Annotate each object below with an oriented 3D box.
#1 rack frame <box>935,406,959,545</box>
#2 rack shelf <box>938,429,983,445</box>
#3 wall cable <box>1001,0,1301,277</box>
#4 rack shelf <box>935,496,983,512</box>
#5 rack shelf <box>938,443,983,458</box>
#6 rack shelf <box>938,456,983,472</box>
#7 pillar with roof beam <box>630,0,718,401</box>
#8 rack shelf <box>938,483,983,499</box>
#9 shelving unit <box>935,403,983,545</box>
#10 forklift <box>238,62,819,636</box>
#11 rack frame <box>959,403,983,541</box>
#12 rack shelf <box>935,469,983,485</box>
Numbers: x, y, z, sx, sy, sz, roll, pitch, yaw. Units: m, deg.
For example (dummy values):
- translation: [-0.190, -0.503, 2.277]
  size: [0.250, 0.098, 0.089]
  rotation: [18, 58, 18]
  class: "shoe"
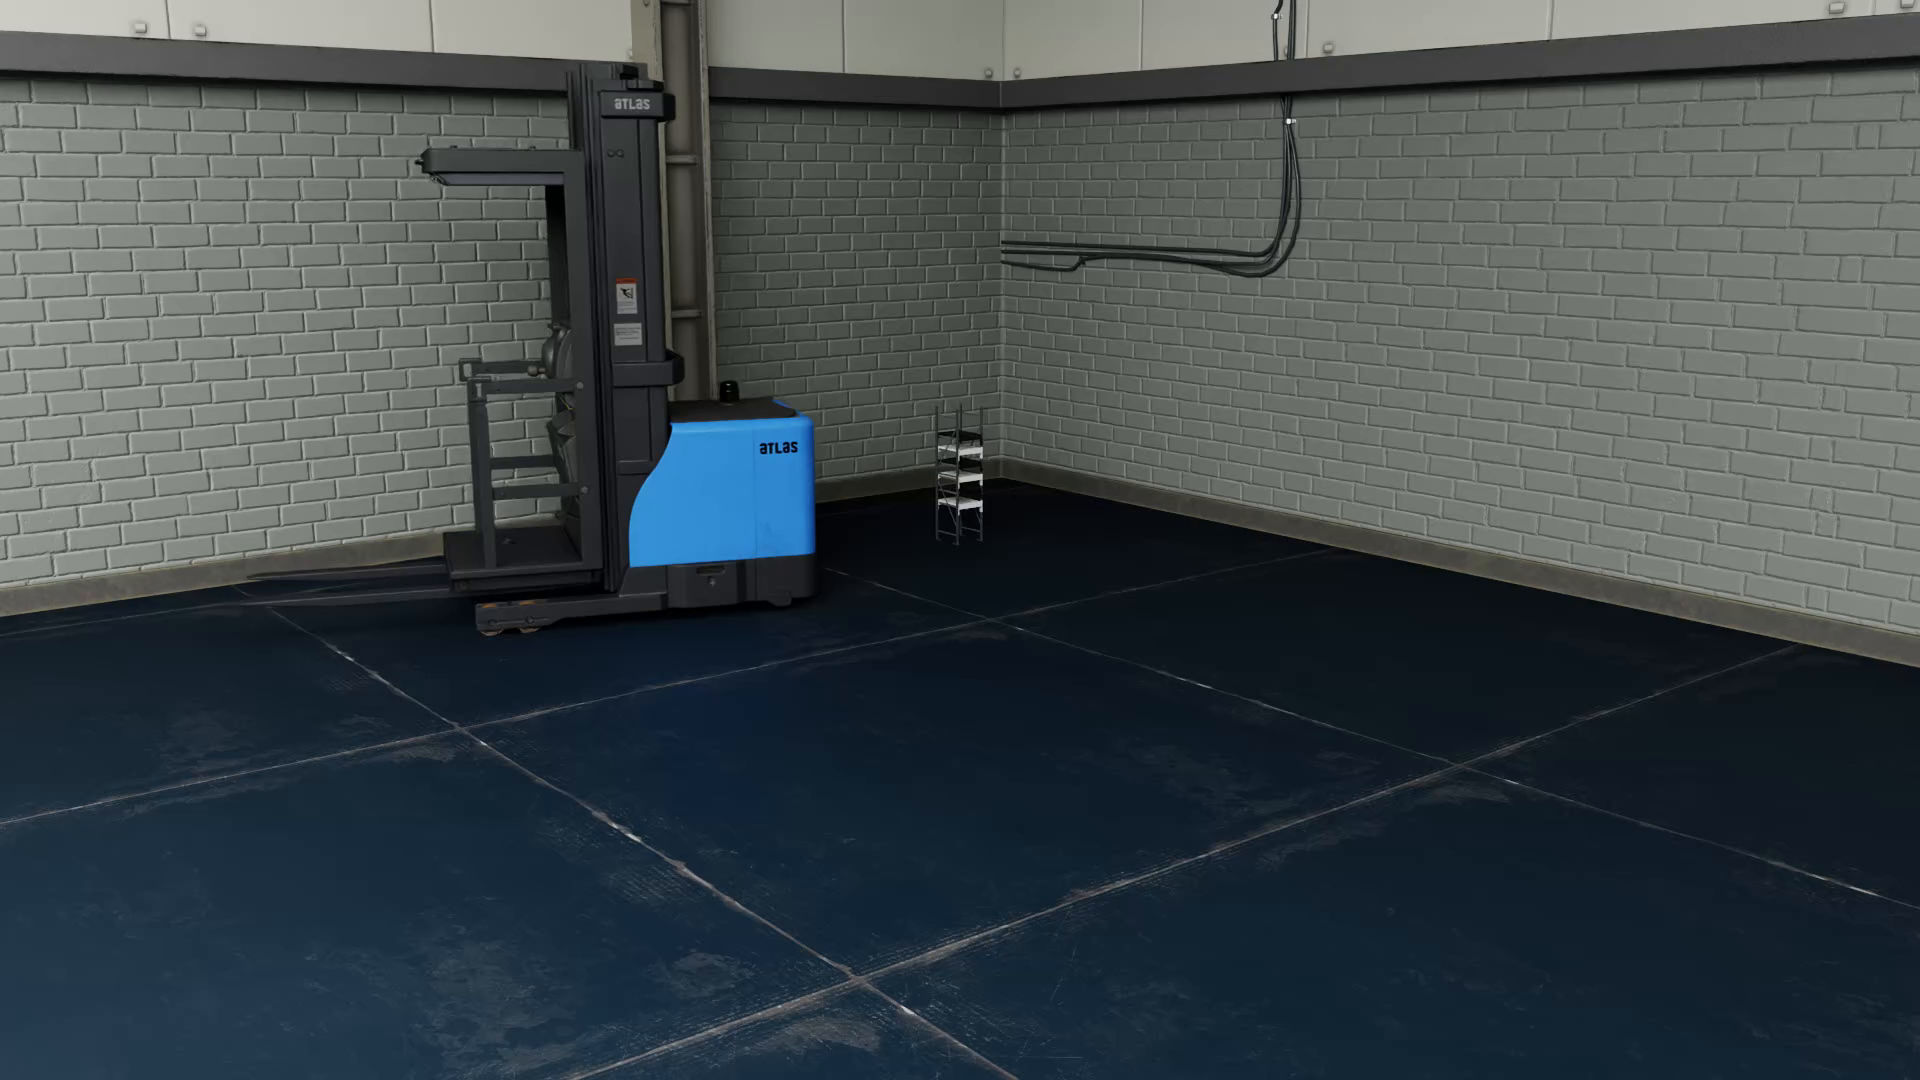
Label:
- translation: [-0.086, -0.426, 10.968]
  size: [0.006, 0.900, 0.240]
  rotation: [-9, 15, -38]
  class: "rack frame"
- translation: [-0.006, -0.671, 10.981]
  size: [0.200, 0.077, 0.258]
  rotation: [-9, 15, -38]
  class: "rack shelf"
- translation: [1.216, -3.155, 11.796]
  size: [0.112, 2.526, 3.097]
  rotation: [-9, 15, -38]
  class: "wall cable"
- translation: [-0.006, -0.230, 11.075]
  size: [0.200, 0.077, 0.258]
  rotation: [-9, 15, -38]
  class: "rack shelf"
- translation: [-0.006, -0.583, 11.000]
  size: [0.200, 0.077, 0.258]
  rotation: [-9, 15, -38]
  class: "rack shelf"
- translation: [-0.006, -0.495, 11.019]
  size: [0.200, 0.077, 0.258]
  rotation: [-9, 15, -38]
  class: "rack shelf"
- translation: [0.779, -3.808, 7.395]
  size: [0.400, 9.000, 9.100]
  rotation: [-9, 15, -38]
  class: "pillar with roof beam"
- translation: [-0.006, -0.318, 11.056]
  size: [0.200, 0.077, 0.258]
  rotation: [-9, 15, -38]
  class: "rack shelf"
- translation: [-0.006, -0.439, 11.030]
  size: [0.210, 0.900, 0.258]
  rotation: [-9, 15, -38]
  class: "shelving unit"
- translation: [-2.367, -1.053, 9.030]
  size: [3.031, 2.935, 1.130]
  rotation: [-4, 13, -18]
  class: "forklift"
- translation: [0.073, -0.452, 11.092]
  size: [0.006, 0.900, 0.240]
  rotation: [-9, 15, -38]
  class: "rack frame"
- translation: [-0.006, -0.407, 11.037]
  size: [0.200, 0.077, 0.258]
  rotation: [-9, 15, -38]
  class: "rack shelf"
